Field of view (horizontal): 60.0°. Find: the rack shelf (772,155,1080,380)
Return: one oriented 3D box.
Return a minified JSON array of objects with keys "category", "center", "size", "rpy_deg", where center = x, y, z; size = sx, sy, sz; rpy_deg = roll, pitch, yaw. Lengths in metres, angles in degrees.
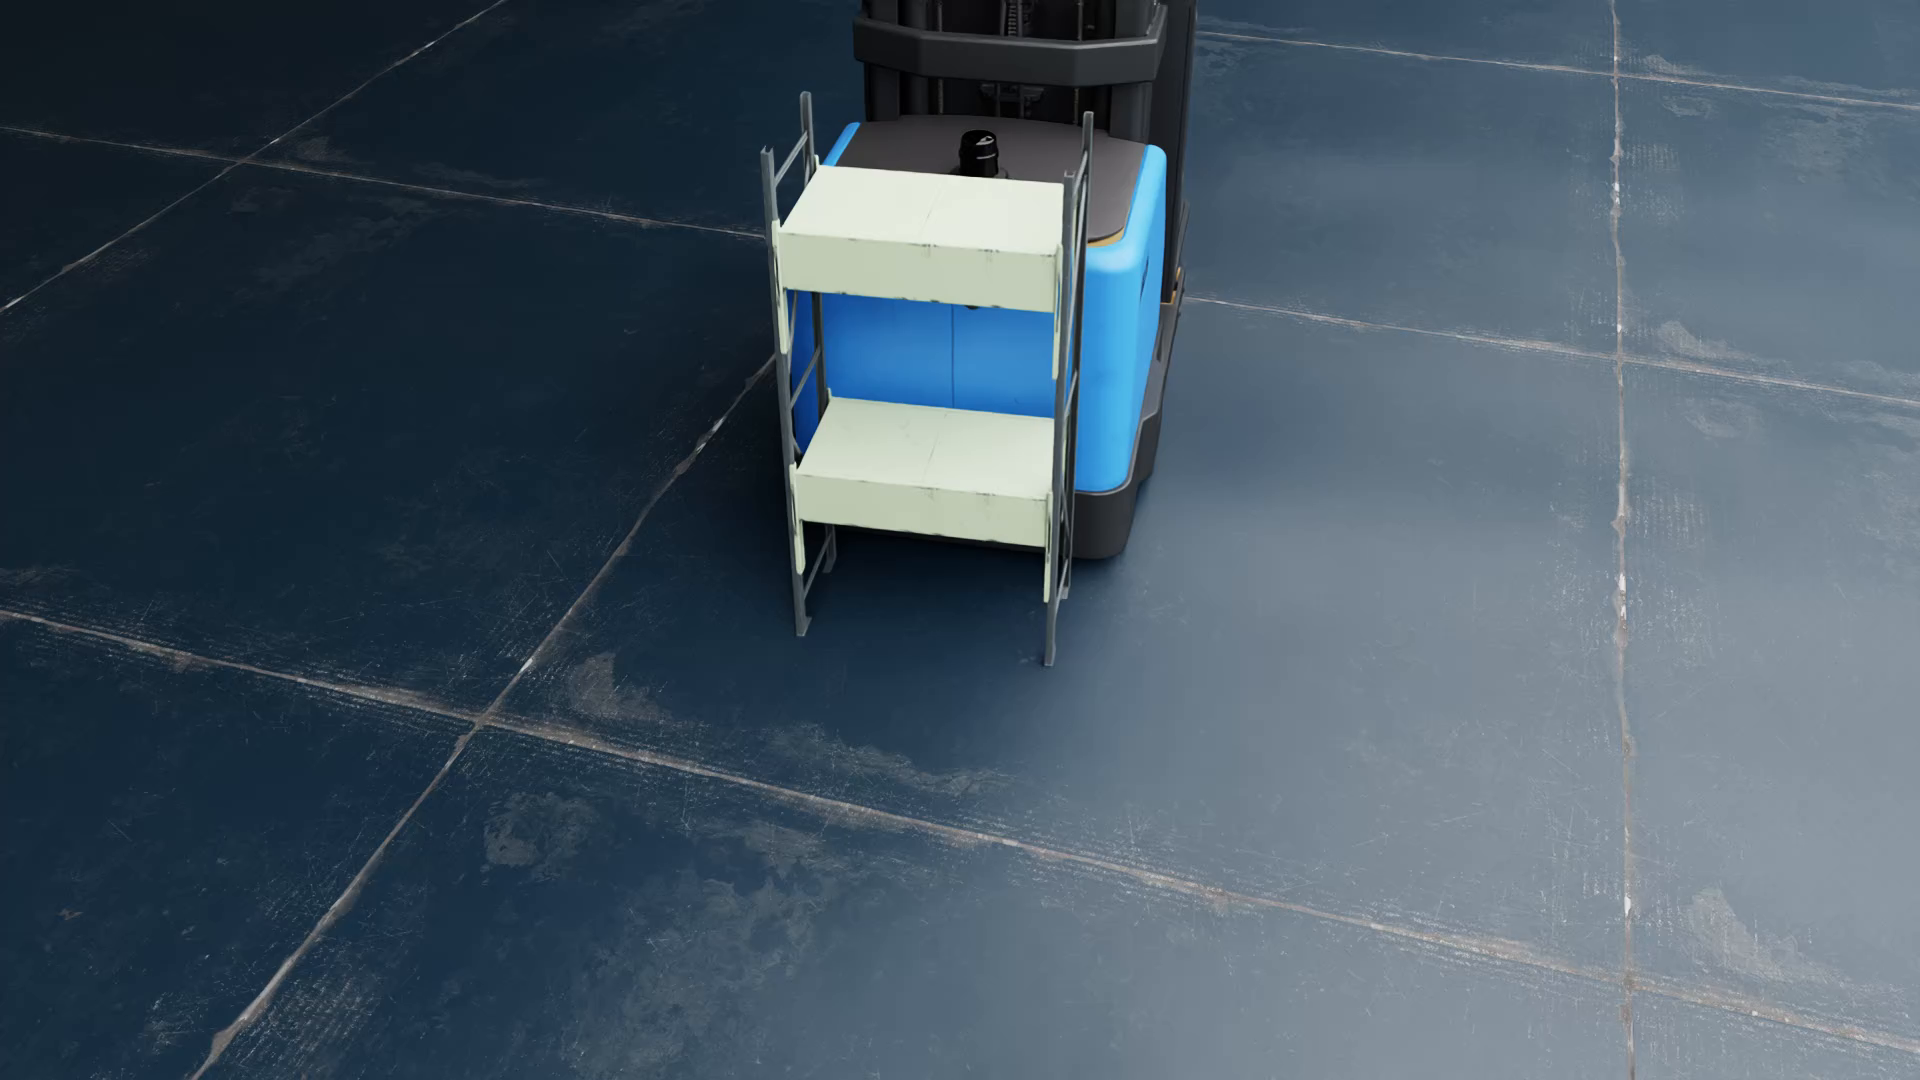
[{"category":"rack shelf","center":[-0.071,-0.711,4.292],"size":[0.720,0.370,0.431],"rpy_deg":[6,37,8]}]

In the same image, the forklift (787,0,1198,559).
[{"category":"forklift","center":[0.269,-1.993,5.485],"size":[1.130,2.935,3.031],"rpy_deg":[7,37,9]}]

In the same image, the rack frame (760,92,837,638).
[{"category":"rack frame","center":[-0.431,-0.436,4.577],"size":[0.023,1.500,0.400],"rpy_deg":[6,37,8]}]

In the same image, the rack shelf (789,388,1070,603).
[{"category":"rack shelf","center":[-0.071,-0.134,4.717],"size":[0.720,0.370,0.431],"rpy_deg":[6,37,8]}]

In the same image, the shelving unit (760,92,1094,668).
[{"category":"shelving unit","center":[-0.071,-0.397,4.523],"size":[0.755,1.500,0.431],"rpy_deg":[6,37,8]}]

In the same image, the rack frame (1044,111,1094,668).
[{"category":"rack frame","center":[0.289,-0.357,4.470],"size":[0.023,1.500,0.400],"rpy_deg":[6,37,8]}]
